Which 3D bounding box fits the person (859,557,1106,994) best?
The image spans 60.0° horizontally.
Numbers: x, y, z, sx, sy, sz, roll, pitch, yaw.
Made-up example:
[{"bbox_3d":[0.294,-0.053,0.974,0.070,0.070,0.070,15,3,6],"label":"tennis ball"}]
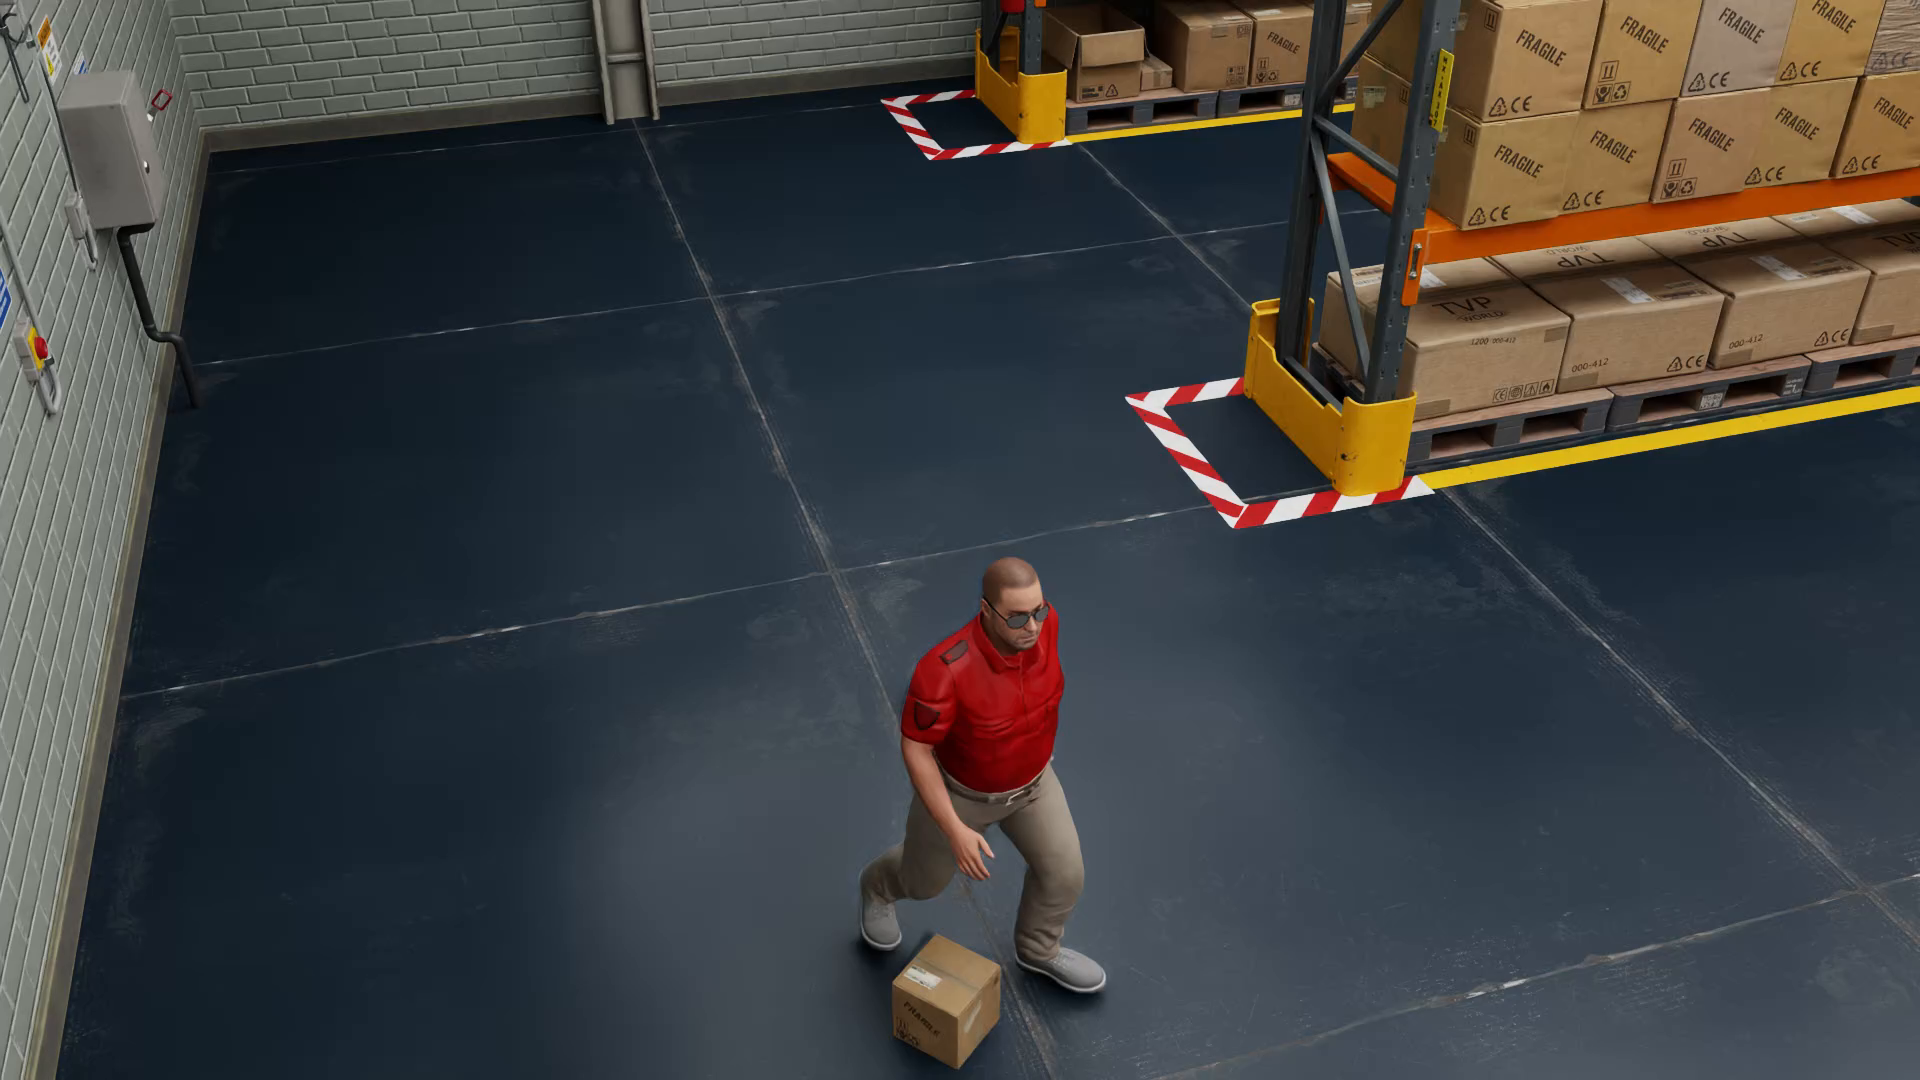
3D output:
[{"bbox_3d":[0.019,0.689,5.128,0.631,1.673,0.825,-22,39,-29],"label":"person"}]
